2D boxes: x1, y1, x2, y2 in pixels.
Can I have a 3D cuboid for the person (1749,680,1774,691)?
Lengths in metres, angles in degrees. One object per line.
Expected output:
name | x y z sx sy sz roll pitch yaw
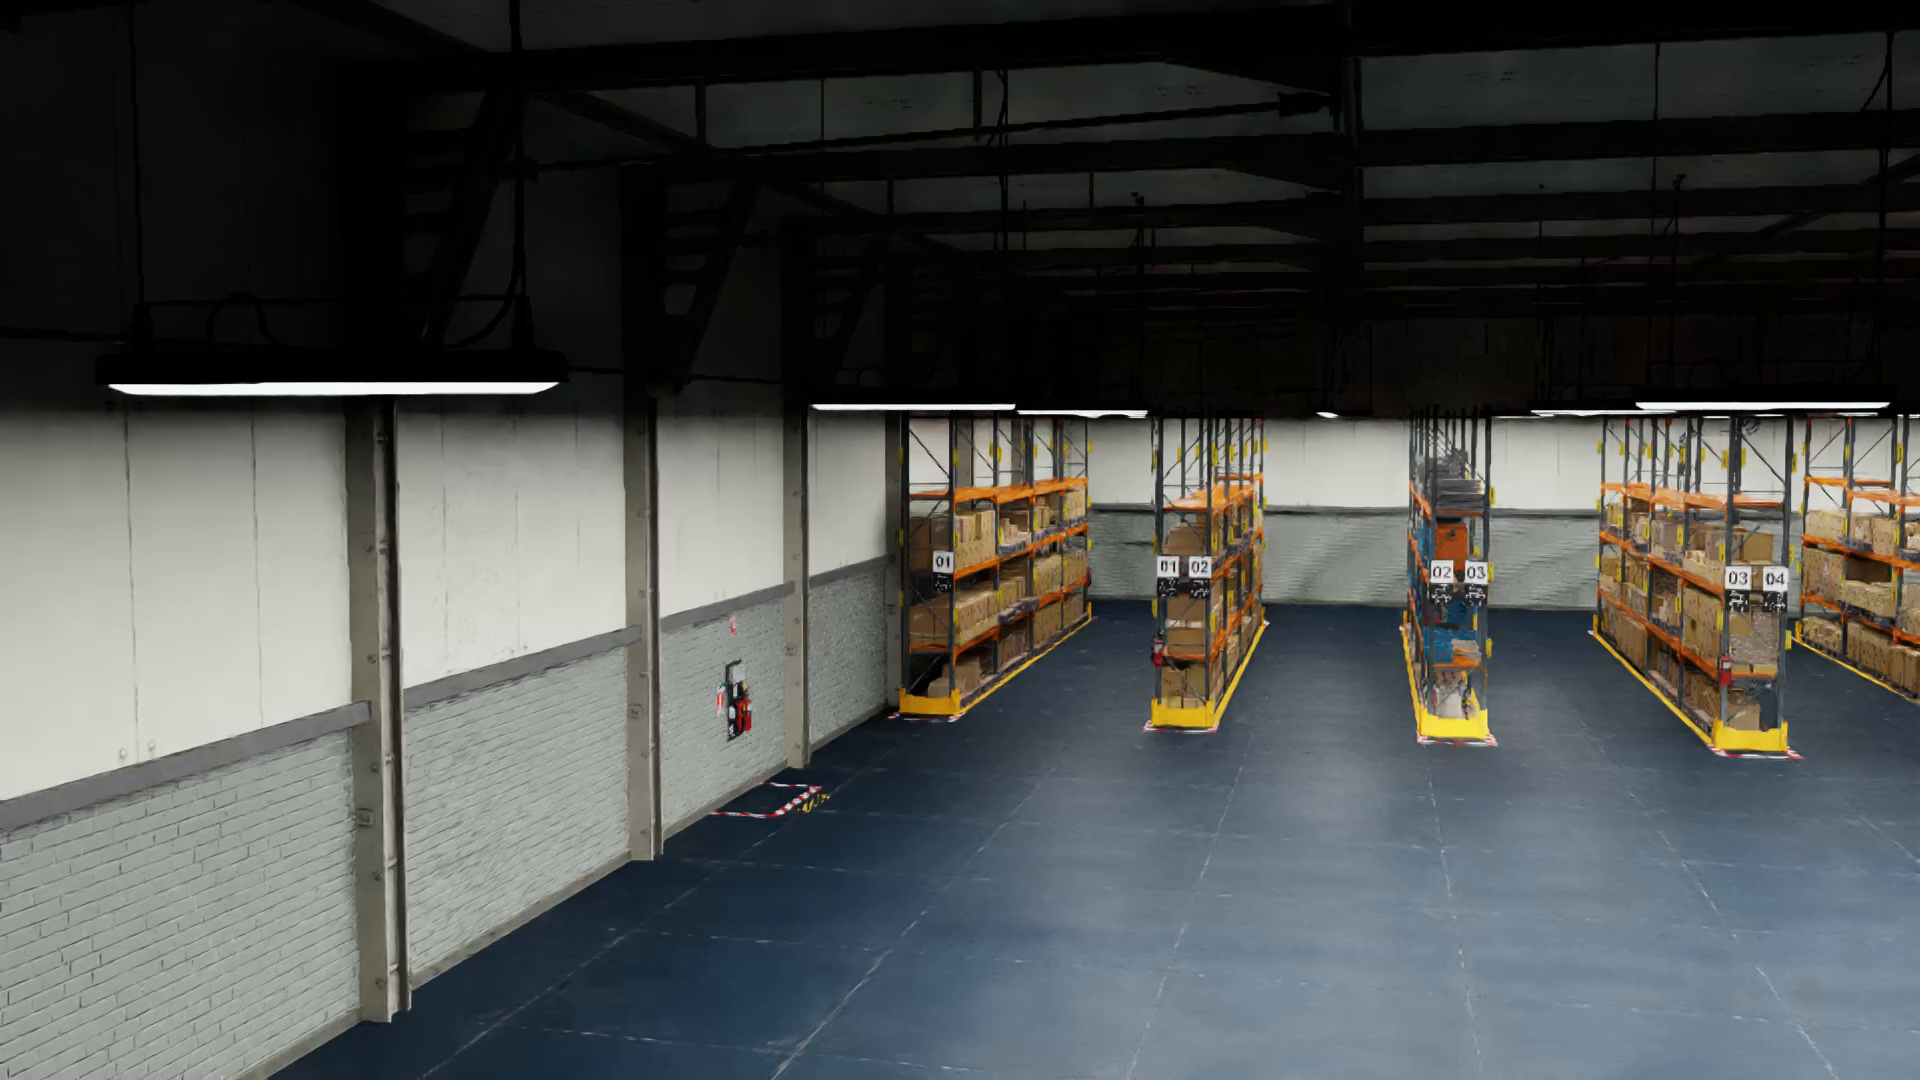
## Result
person | 17.010 2.344 35.098 0.677 1.742 0.551 1 4 12
